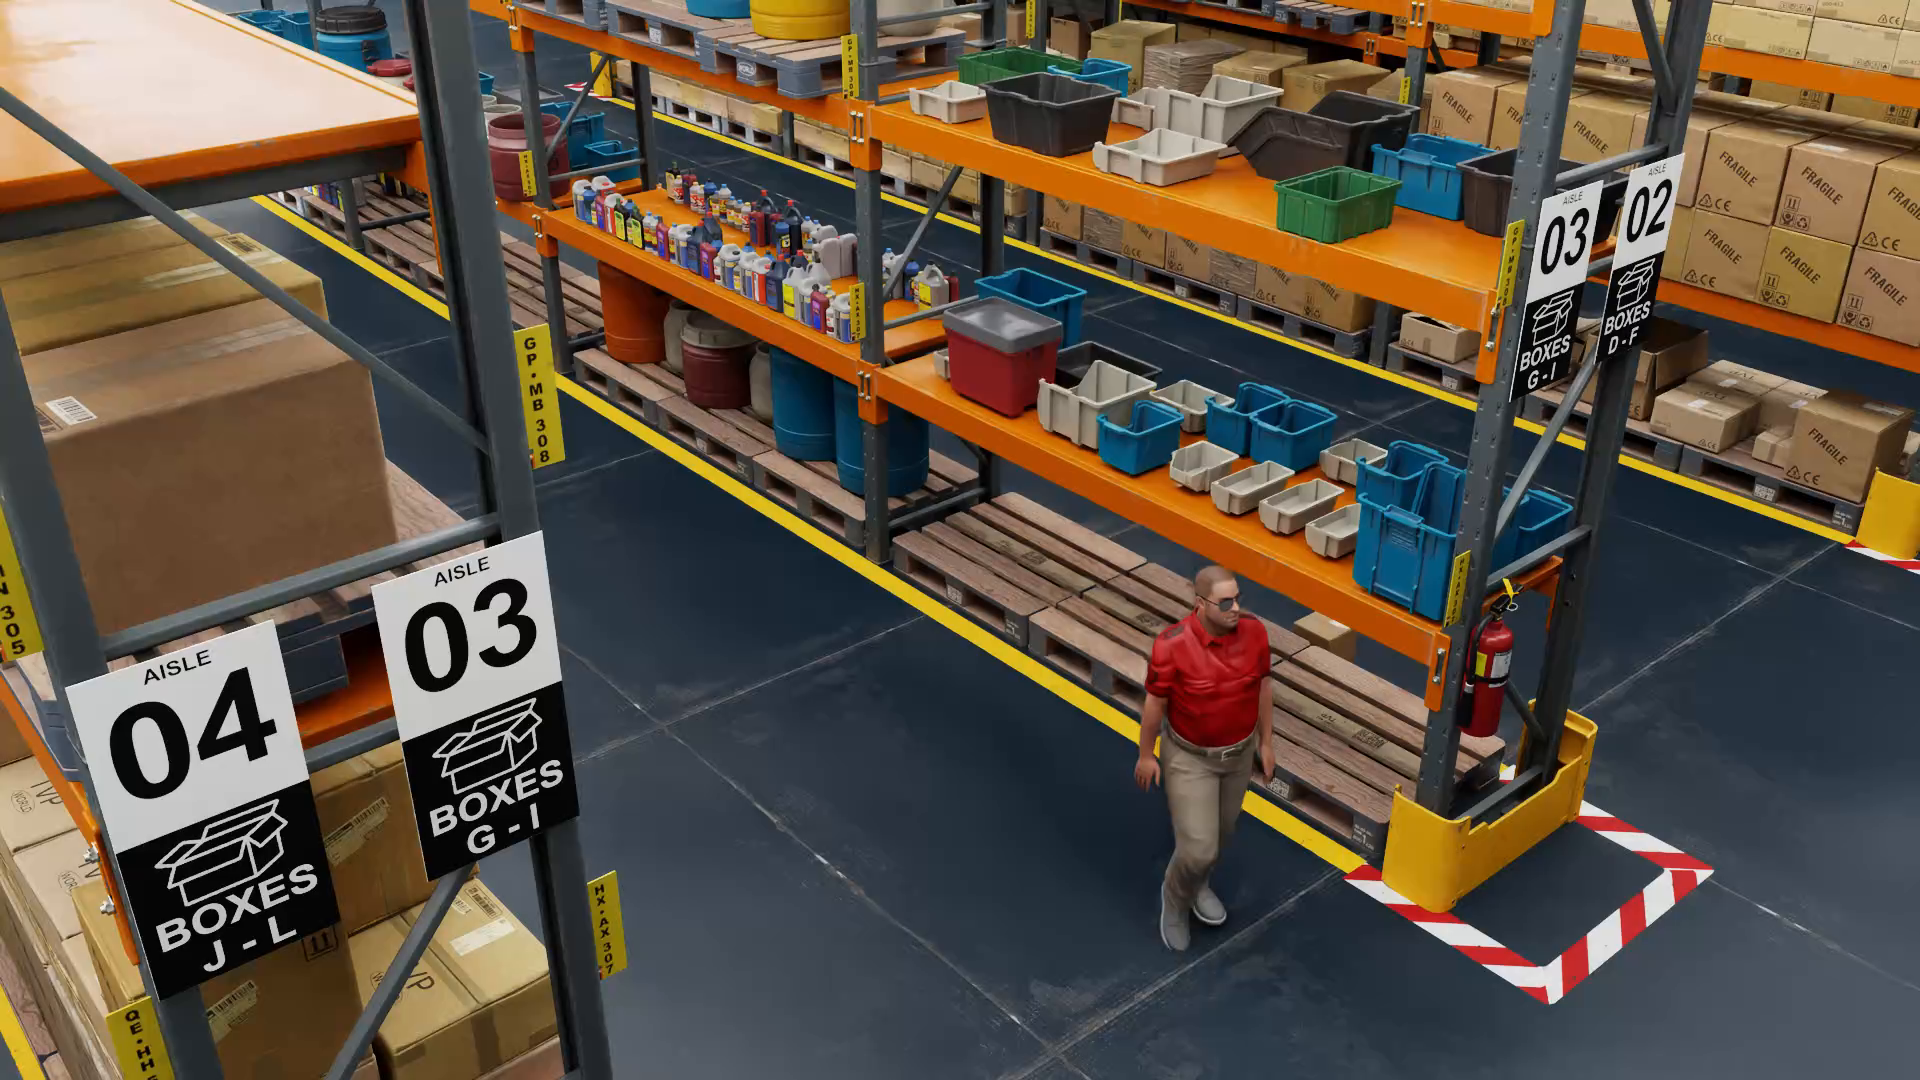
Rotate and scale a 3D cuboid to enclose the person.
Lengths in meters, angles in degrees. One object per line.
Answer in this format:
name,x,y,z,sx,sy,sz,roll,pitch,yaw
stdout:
person,1.051,0.933,6.901,0.578,1.786,0.487,-12,30,-22
